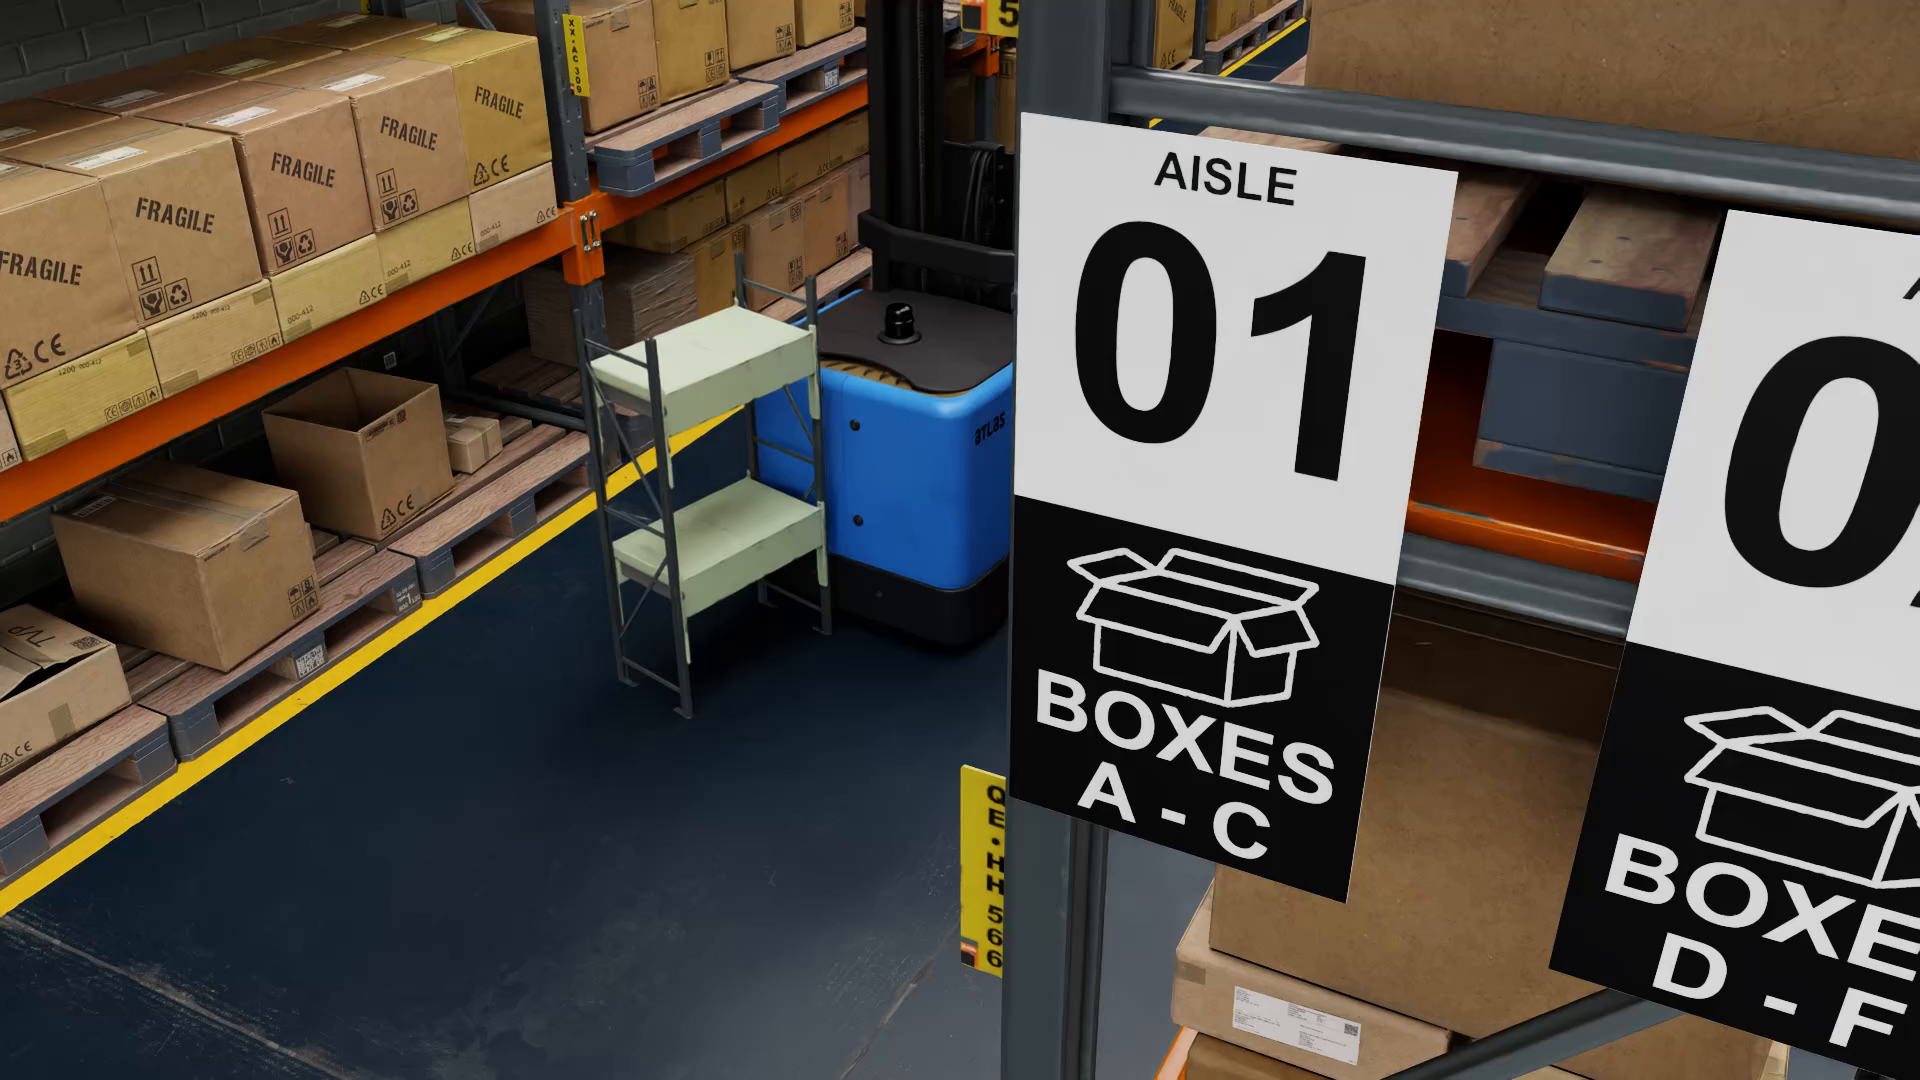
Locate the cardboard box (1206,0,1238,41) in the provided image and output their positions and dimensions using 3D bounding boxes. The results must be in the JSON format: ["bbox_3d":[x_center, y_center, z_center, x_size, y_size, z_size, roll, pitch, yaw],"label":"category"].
[{"bbox_3d":[2.010,-4.687,14.488,0.700,0.500,0.500,15,33,24],"label":"cardboard box"}]

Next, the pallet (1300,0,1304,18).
[{"bbox_3d":[3.106,-5.472,16.568,1.003,0.211,1.213,14,33,23],"label":"pallet"}]

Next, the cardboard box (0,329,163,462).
[{"bbox_3d":[-2.922,-0.507,5.251,0.500,0.250,0.500,14,33,23],"label":"cardboard box"}]

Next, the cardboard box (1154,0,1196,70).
[{"bbox_3d":[1.398,-4.213,13.311,0.750,0.750,0.750,15,33,24],"label":"cardboard box"}]

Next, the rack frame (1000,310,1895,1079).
[{"bbox_3d":[0.523,1.161,2.216,1.000,3.000,0.127,14,33,23],"label":"rack frame"}]

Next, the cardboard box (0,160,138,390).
[{"bbox_3d":[-2.928,-0.818,5.039,0.500,0.500,0.500,13,32,22],"label":"cardboard box"}]

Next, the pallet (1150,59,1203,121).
[{"bbox_3d":[1.294,-3.712,13.502,1.003,0.211,1.213,14,33,23],"label":"pallet"}]

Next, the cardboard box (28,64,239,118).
[{"bbox_3d":[-2.937,-1.394,6.042,0.500,0.500,0.500,15,33,25],"label":"cardboard box"}]

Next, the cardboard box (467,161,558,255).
[{"bbox_3d":[-2.012,-1.399,6.804,0.500,0.250,0.500,14,33,23],"label":"cardboard box"}]

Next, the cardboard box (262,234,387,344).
[{"bbox_3d":[-2.462,-0.953,6.029,0.500,0.250,0.500,14,33,23],"label":"cardboard box"}]

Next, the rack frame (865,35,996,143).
[{"bbox_3d":[-0.244,-3.507,10.345,1.000,3.000,0.127,14,33,23],"label":"rack frame"}]

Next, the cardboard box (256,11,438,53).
[{"bbox_3d":[-2.466,-1.842,6.823,0.500,0.500,0.500,14,33,22],"label":"cardboard box"}]

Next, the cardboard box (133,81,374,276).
[{"bbox_3d":[-2.467,-1.280,5.844,0.500,0.500,0.500,13,32,22],"label":"cardboard box"}]

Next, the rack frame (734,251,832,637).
[{"bbox_3d":[-0.666,-0.336,6.328,0.400,1.500,0.023,23,37,34],"label":"rack frame"}]

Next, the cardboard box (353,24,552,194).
[{"bbox_3d":[-2.006,-1.723,6.616,0.500,0.500,0.500,14,33,23],"label":"cardboard box"}]

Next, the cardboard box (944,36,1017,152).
[{"bbox_3d":[0.208,-3.053,11.292,0.750,0.750,0.750,14,33,23],"label":"cardboard box"}]

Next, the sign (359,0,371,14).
[{"bbox_3d":[-2.562,-2.360,7.186,0.100,0.325,0.005,14,33,23],"label":"sign"}]

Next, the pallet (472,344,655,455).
[{"bbox_3d":[-1.713,-0.870,8.554,1.003,0.211,1.213,14,33,23],"label":"pallet"}]

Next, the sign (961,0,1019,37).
[{"bbox_3d":[0.047,-0.618,1.493,0.100,0.325,0.005,14,33,23],"label":"sign"}]

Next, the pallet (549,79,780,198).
[{"bbox_3d":[-1.588,-1.957,7.838,1.003,0.211,1.213,14,33,23],"label":"pallet"}]

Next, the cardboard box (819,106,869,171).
[{"bbox_3d":[-0.841,-2.370,9.680,0.500,0.250,0.500,15,33,24],"label":"cardboard box"}]

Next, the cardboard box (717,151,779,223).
[{"bbox_3d":[-1.314,-1.924,8.903,0.500,0.250,0.500,13,32,22],"label":"cardboard box"}]

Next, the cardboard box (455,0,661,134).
[{"bbox_3d":[-1.804,-2.186,7.502,0.700,0.500,0.500,14,33,23],"label":"cardboard box"}]

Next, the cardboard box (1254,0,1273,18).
[{"bbox_3d":[2.478,-5.136,15.270,0.700,0.500,0.500,15,33,24],"label":"cardboard box"}]

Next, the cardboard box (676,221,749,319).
[{"bbox_3d":[-1.555,-1.411,8.764,0.700,0.500,0.500,14,33,22],"label":"cardboard box"}]

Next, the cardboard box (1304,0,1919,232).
[{"bbox_3d":[0.789,-0.681,1.745,0.797,0.503,0.637,17,34,27],"label":"cardboard box"}]

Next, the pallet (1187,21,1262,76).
[{"bbox_3d":[1.994,-4.391,14.684,1.003,0.211,1.213,14,33,23],"label":"pallet"}]

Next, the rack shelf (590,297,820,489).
[{"bbox_3d":[-0.903,-0.535,5.892,0.431,0.370,0.720,23,37,34],"label":"rack shelf"}]

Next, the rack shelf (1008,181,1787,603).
[{"bbox_3d":[1.434,-0.714,3.192,1.077,0.370,4.000,14,33,23],"label":"rack shelf"}]

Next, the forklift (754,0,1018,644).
[{"bbox_3d":[0.361,-1.563,7.028,1.130,2.935,3.031,17,34,27],"label":"forklift"}]

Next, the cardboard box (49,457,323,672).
[{"bbox_3d":[-2.855,0.079,6.168,0.700,0.500,0.500,12,32,20],"label":"cardboard box"}]

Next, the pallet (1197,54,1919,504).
[{"bbox_3d":[0.868,-0.409,2.026,1.003,0.211,1.213,14,33,23],"label":"pallet"}]

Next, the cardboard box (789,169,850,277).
[{"bbox_3d":[-1.065,-1.854,9.535,0.700,0.500,0.500,14,33,23],"label":"cardboard box"}]

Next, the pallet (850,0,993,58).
[{"bbox_3d":[-0.474,-3.084,9.801,1.213,0.211,1.003,14,33,23],"label":"pallet"}]

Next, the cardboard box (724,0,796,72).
[{"bbox_3d":[-1.271,-2.731,8.452,0.700,0.500,0.500,19,35,30],"label":"cardboard box"}]

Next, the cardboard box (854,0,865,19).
[{"bbox_3d":[-0.680,-3.277,9.402,0.700,0.500,0.500,11,32,19],"label":"cardboard box"}]

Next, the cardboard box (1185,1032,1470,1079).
[{"bbox_3d":[0.747,0.914,2.546,0.700,0.500,0.500,14,33,23],"label":"cardboard box"}]

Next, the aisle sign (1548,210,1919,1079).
[{"bbox_3d":[0.766,0.133,1.396,0.394,0.787,0.004,14,33,23],"label":"aisle sign"}]

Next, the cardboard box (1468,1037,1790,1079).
[{"bbox_3d":[0.894,0.712,2.247,0.380,0.149,0.250,14,33,23],"label":"cardboard box"}]

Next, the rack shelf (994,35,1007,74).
[{"bbox_3d":[0.667,-4.082,12.069,1.077,0.370,4.000,14,33,23],"label":"rack shelf"}]

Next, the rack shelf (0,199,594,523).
[{"bbox_3d":[-2.977,-0.535,5.893,1.077,0.370,4.000,14,33,23],"label":"rack shelf"}]

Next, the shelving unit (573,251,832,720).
[{"bbox_3d":[-0.903,-0.197,6.086,0.431,1.500,0.755,23,37,34],"label":"shelving unit"}]

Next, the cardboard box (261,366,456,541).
[{"bbox_3d":[-2.503,-0.372,6.953,0.500,0.500,0.500,12,32,20],"label":"cardboard box"}]
